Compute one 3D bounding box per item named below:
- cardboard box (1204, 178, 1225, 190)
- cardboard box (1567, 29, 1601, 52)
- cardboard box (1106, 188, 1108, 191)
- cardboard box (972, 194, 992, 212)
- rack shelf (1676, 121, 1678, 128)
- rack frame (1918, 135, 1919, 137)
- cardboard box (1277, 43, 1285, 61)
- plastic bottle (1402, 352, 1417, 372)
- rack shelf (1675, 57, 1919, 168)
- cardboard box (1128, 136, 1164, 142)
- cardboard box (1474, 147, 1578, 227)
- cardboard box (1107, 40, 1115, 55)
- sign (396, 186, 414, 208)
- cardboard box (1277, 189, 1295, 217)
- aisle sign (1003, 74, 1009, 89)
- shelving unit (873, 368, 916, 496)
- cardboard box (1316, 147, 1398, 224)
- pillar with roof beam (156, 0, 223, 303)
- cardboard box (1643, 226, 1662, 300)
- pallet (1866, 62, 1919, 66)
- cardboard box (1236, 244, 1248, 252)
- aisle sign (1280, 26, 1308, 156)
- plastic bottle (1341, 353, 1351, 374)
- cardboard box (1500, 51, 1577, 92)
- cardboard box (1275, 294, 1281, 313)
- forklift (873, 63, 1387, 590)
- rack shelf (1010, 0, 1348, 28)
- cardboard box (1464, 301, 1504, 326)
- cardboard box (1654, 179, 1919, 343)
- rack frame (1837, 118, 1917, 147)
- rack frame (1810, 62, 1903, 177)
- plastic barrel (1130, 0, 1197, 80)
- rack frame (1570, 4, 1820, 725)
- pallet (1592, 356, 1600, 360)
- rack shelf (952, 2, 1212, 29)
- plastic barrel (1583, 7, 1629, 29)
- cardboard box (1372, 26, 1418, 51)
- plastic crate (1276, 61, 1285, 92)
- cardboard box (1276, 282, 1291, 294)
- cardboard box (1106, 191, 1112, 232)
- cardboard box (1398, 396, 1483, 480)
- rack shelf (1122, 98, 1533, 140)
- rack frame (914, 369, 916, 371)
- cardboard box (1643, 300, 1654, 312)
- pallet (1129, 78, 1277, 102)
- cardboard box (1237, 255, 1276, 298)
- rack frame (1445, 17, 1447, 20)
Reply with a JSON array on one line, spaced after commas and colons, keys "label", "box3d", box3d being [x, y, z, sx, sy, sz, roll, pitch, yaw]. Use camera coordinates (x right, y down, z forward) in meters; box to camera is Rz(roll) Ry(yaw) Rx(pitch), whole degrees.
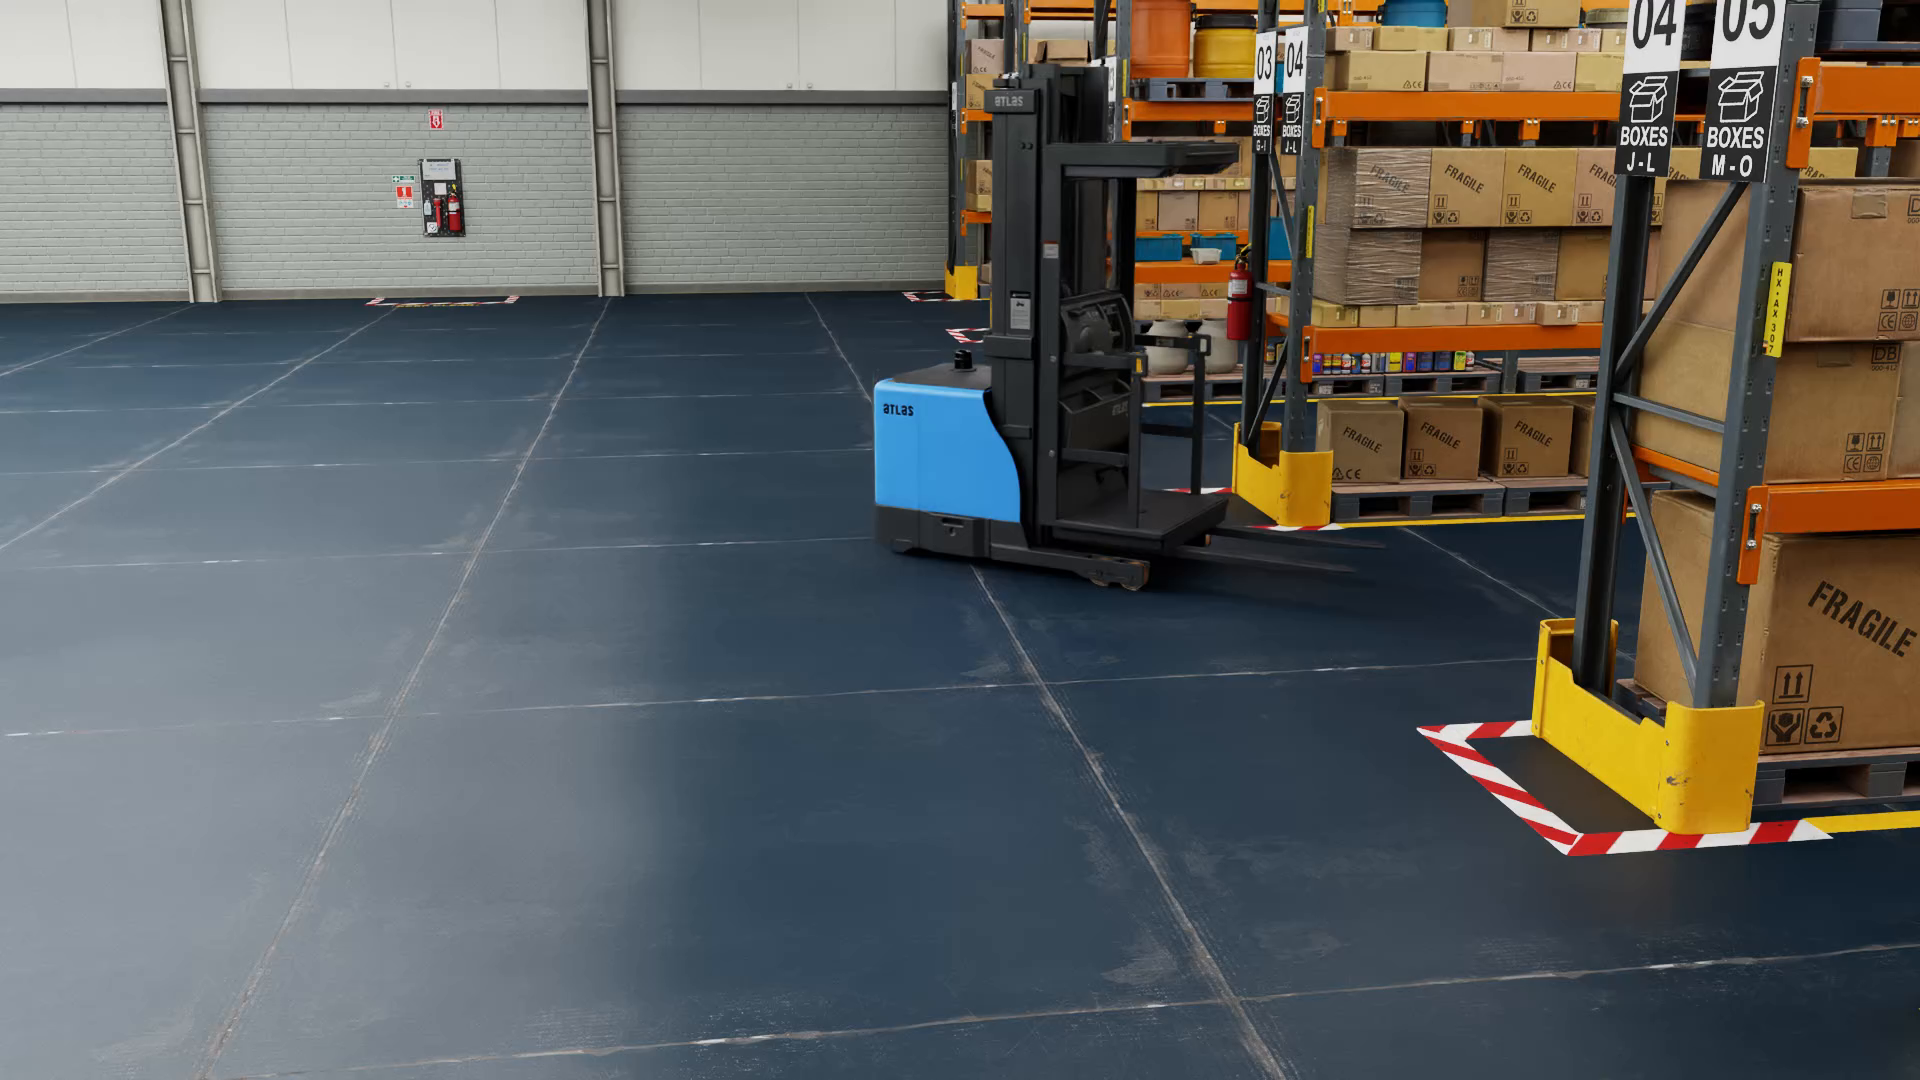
[{"label": "cardboard box", "box3d": [3.146, -4.467, 20.826, 0.250, 0.149, 0.380, -2, 14, -7]}, {"label": "cardboard box", "box3d": [3.993, -3.272, 10.923, 0.250, 0.149, 0.380, -2, 14, -9]}, {"label": "cardboard box", "box3d": [1.860, -4.419, 20.635, 0.250, 0.149, 0.380, -2, 14, -9]}, {"label": "cardboard box", "box3d": [0.471, -5.135, 25.299, 0.500, 0.250, 0.500, -3, 14, -10]}, {"label": "rack shelf", "box3d": [13.785, -6.870, 27.263, 4.000, 0.370, 1.077, -2, 14, -8]}, {"label": "rack frame", "box3d": [12.549, -4.500, 22.500, 0.127, 3.000, 1.000, -2, 14, -8]}, {"label": "cardboard box", "box3d": [4.101, -6.031, 21.079, 0.500, 0.500, 0.500, -1, 14, -4]}, {"label": "plastic bottle", "box3d": [4.434, -1.799, 16.409, 0.133, 0.283, 0.061, -1, 14, -5]}, {"label": "rack shelf", "box3d": [4.772, -1.664, 6.504, 4.000, 0.370, 1.077, -2, 14, -8]}, {"label": "cardboard box", "box3d": [2.216, -4.798, 20.814, 0.500, 0.500, 0.700, -2, 14, -8]}, {"label": "cardboard box", "box3d": [3.729, -2.349, 11.051, 0.500, 0.500, 0.500, -2, 14, -8]}, {"label": "cardboard box", "box3d": [2.386, -7.273, 25.087, 0.500, 0.500, 0.500, -3, 14, -10]}, {"label": "sign", "box3d": [-8.440, -5.215, 25.275, 0.234, 0.329, 0.001, -2, 14, -8]}, {"label": "cardboard box", "box3d": [4.200, -4.241, 21.262, 0.500, 0.500, 0.700, -2, 14, -10]}, {"label": "aisle sign", "box3d": [0.574, -5.395, 20.722, 0.004, 0.787, 0.394, -2, 14, -8]}, {"label": "shelving unit", "box3d": [-0.425, -0.587, 10.905, 0.252, 1.050, 0.215, 1, 14, 6]}, {"label": "cardboard box", "box3d": [2.662, -2.440, 11.411, 0.500, 0.500, 0.500, -2, 14, -8]}, {"label": "pillar with roof beam", "box3d": [-10.720, -6.930, 19.855, 0.400, 9.000, 9.100, -2, 14, -8]}, {"label": "cardboard box", "box3d": [4.677, -1.967, 11.581, 0.500, 0.500, 0.875, -2, 14, -8]}, {"label": "pallet", "box3d": [6.737, -3.188, 11.487, 1.003, 0.211, 1.213, -2, 14, -8]}, {"label": "cardboard box", "box3d": [4.622, -4.433, 26.468, 0.500, 0.500, 0.700, -2, 14, -6]}, {"label": "aisle sign", "box3d": [2.138, -2.869, 10.651, 0.004, 0.787, 0.394, -2, 14, -8]}, {"label": "plastic bottle", "box3d": [3.792, -1.740, 16.343, 0.097, 0.201, 0.097, 0, 14, 0]}, {"label": "cardboard box", "box3d": [3.669, -3.057, 10.887, 0.500, 0.250, 0.500, -2, 14, -9]}, {"label": "cardboard box", "box3d": [4.212, -3.011, 21.351, 0.500, 0.250, 0.500, -2, 14, -8]}, {"label": "forklift", "box3d": [0.997, -1.280, 9.799, 3.031, 2.935, 1.130, 8, 16, 28]}, {"label": "rack shelf", "box3d": [2.661, -6.505, 20.462, 4.000, 0.370, 1.077, -2, 14, -8]}, {"label": "cardboard box", "box3d": [3.464, -1.545, 11.232, 0.250, 0.149, 0.380, -2, 14, -8]}, {"label": "cardboard box", "box3d": [3.167, -1.086, 6.359, 0.550, 0.550, 0.875, -2, 14, -8]}, {"label": "rack frame", "box3d": [9.328, -3.164, 17.171, 0.127, 3.000, 1.000, -2, 14, -8]}, {"label": "rack frame", "box3d": [6.110, -1.827, 11.842, 0.127, 3.000, 1.000, -2, 14, -8]}, {"label": "plastic barrel", "box3d": [1.879, -4.789, 15.739, 0.708, 0.830, 0.600, -2, 14, -8]}, {"label": "rack frame", "box3d": [2.794, -0.486, 6.492, 0.127, 3.000, 1.000, -2, 14, -8]}, {"label": "pallet", "box3d": [7.352, -1.749, 17.262, 1.213, 0.211, 1.003, -2, 14, -8]}, {"label": "rack shelf", "box3d": [1.919, -7.889, 25.164, 4.000, 0.370, 1.077, -2, 14, -8]}, {"label": "plastic barrel", "box3d": [6.490, -4.811, 16.543, 0.600, 0.901, 0.600, 0, 14, 0]}, {"label": "cardboard box", "box3d": [2.733, -3.199, 10.632, 0.250, 0.149, 0.380, -2, 14, -7]}, {"label": "plastic crate", "box3d": [3.258, -4.463, 16.216, 0.575, 0.384, 0.392, -2, 14, -8]}, {"label": "cardboard box", "box3d": [4.133, -3.503, 21.770, 0.500, 0.500, 0.500, -2, 14, -8]}, {"label": "cardboard box", "box3d": [1.665, -4.148, 20.890, 0.500, 0.500, 0.700, -2, 14, -7]}, {"label": "cardboard box", "box3d": [3.361, -0.722, 11.711, 0.500, 0.500, 0.500, 2, 14, 6]}, {"label": "rack shelf", "box3d": [3.395, -4.052, 16.026, 4.000, 0.370, 1.077, -2, 14, -8]}, {"label": "rack frame", "box3d": [-0.304, -0.584, 10.894, 0.008, 1.050, 0.200, 1, 14, 6]}, {"label": "cardboard box", "box3d": [4.698, -1.594, 11.427, 0.250, 0.149, 0.380, -2, 14, -8]}, {"label": "pallet", "box3d": [2.250, -4.244, 15.699, 1.213, 0.211, 1.003, -2, 14, -8]}, {"label": "cardboard box", "box3d": [3.716, -3.359, 21.199, 0.500, 0.500, 0.500, -2, 14, -8]}, {"label": "rack frame", "box3d": [7.852, -8.457, 25.943, 0.127, 3.000, 1.000, -2, 14, -8]}]
